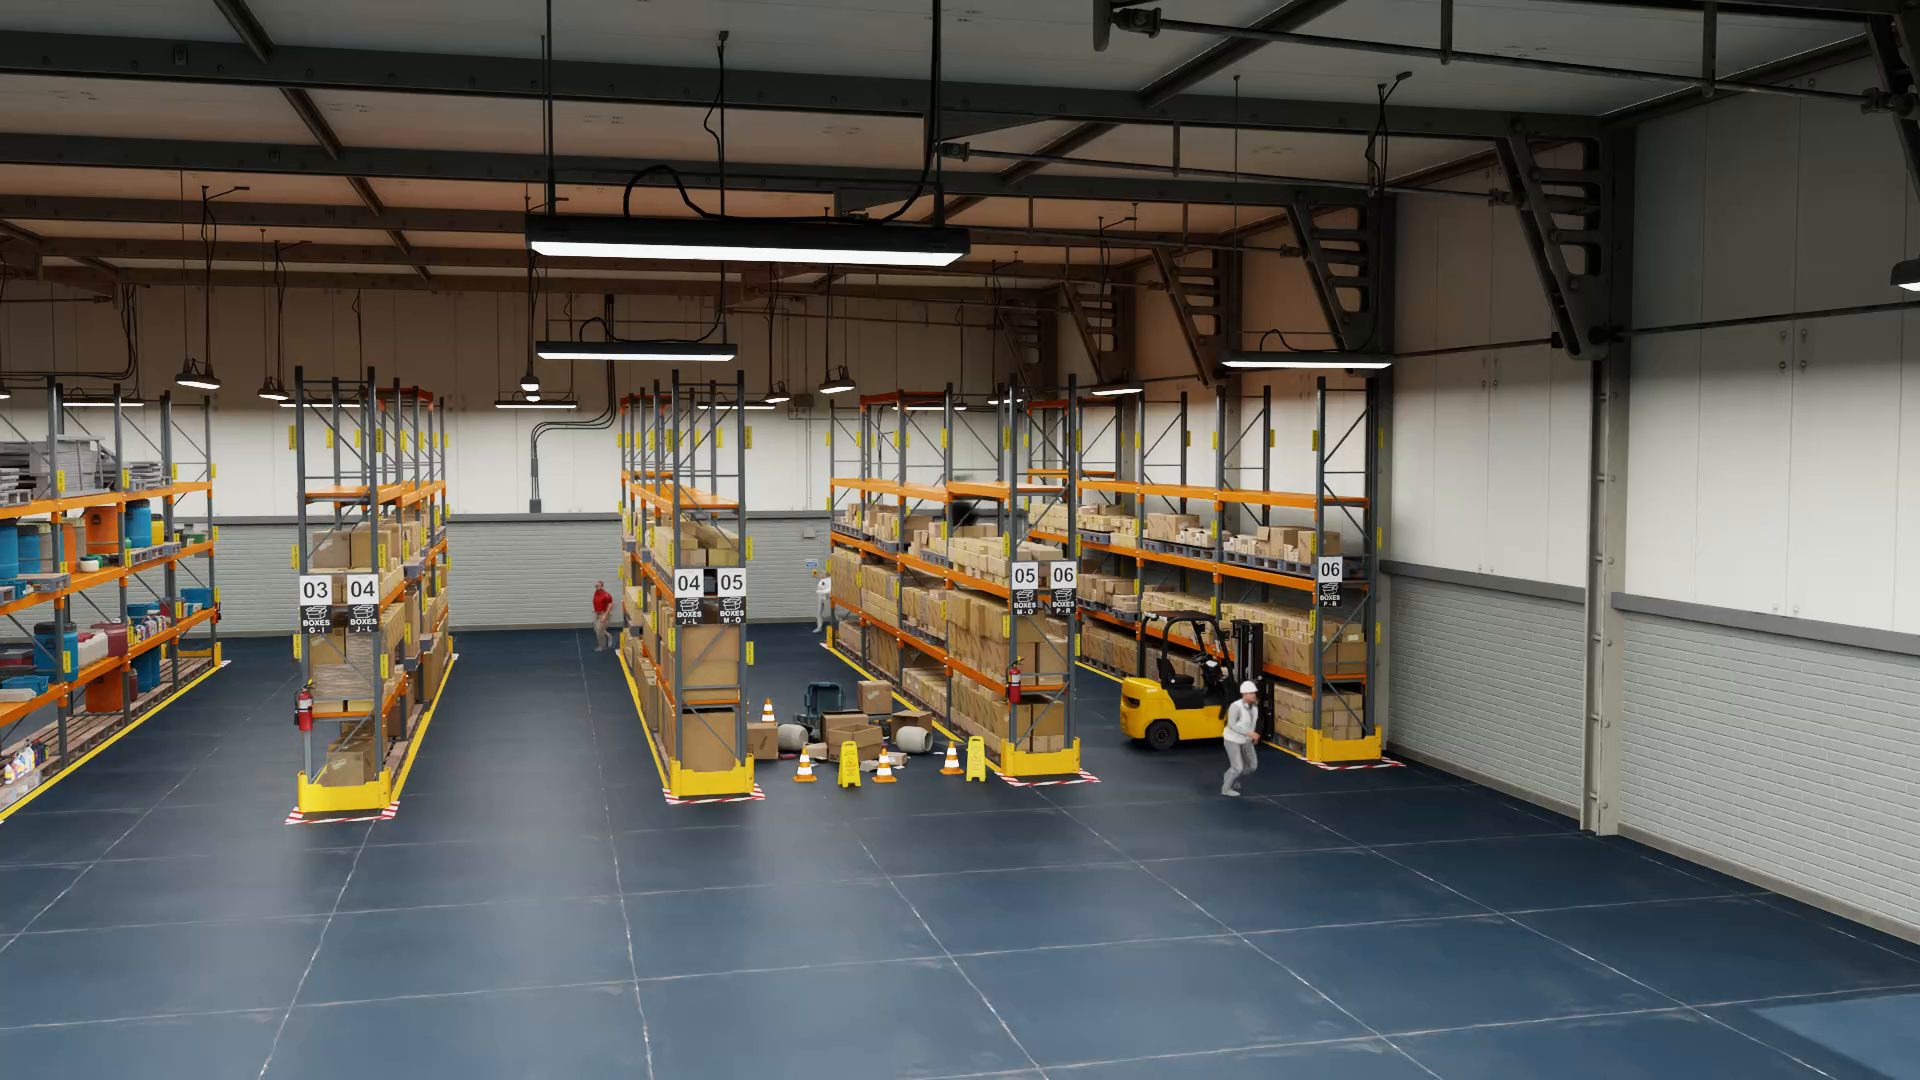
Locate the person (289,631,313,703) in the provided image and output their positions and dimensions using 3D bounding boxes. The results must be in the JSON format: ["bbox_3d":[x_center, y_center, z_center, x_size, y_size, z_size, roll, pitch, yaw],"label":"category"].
[{"bbox_3d":[-12.189,2.313,31.180,0.702,1.685,0.731,-2,4,-24],"label":"person"}]

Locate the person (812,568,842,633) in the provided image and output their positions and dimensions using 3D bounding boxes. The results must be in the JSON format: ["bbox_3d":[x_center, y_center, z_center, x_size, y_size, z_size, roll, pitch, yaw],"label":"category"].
[{"bbox_3d":[-3.487,1.562,43.341,0.853,1.674,0.626,-2,4,-34],"label":"person"}]

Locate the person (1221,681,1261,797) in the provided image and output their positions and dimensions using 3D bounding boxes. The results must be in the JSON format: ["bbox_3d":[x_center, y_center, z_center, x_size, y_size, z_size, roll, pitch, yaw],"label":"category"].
[{"bbox_3d":[3.937,2.785,23.284,0.643,1.663,0.757,-3,4,-39],"label":"person"}]

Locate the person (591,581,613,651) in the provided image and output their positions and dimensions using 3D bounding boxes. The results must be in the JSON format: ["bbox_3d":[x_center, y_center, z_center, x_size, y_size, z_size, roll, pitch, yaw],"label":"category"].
[{"bbox_3d":[-8.471,1.807,39.785,0.677,1.679,0.649,3,5,42],"label":"person"}]
